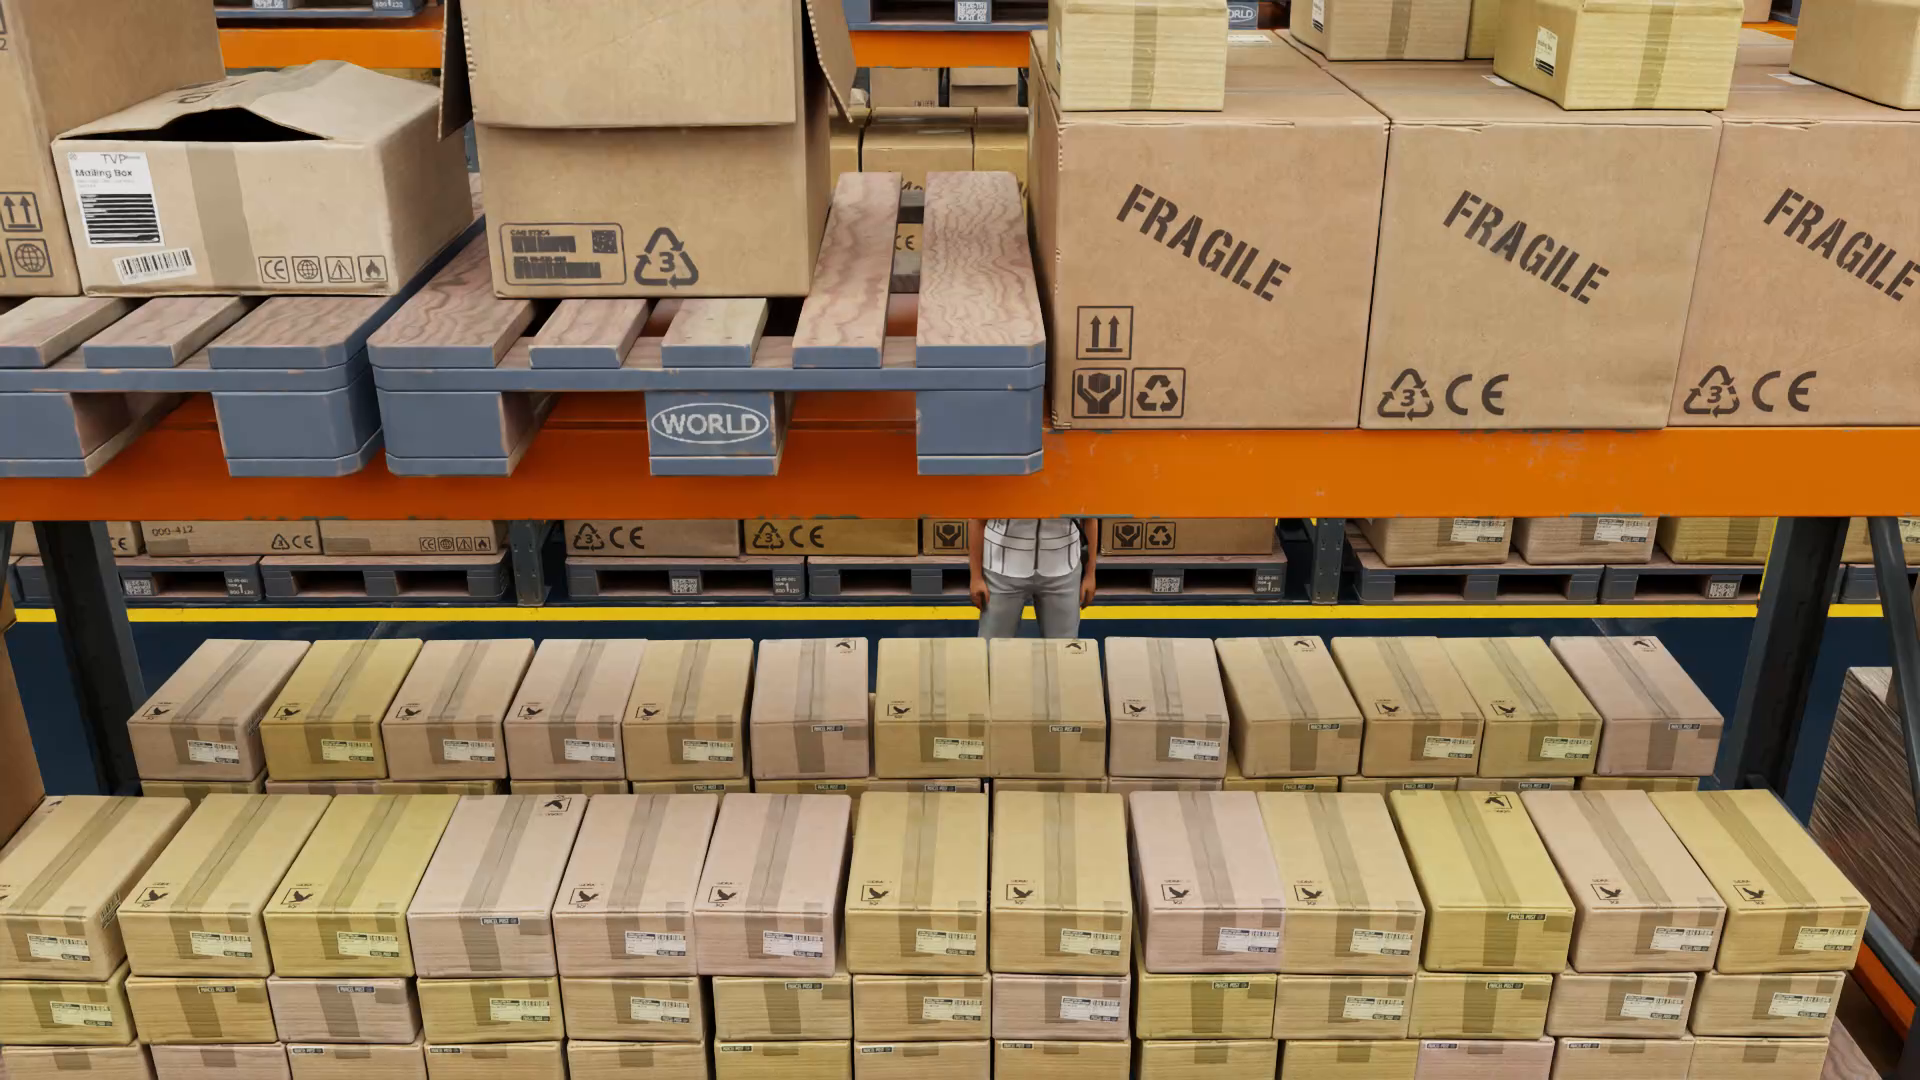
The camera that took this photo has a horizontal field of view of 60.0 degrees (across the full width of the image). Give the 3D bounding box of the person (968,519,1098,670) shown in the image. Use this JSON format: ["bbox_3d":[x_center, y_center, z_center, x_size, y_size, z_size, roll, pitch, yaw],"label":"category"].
[{"bbox_3d":[0.282,0.158,6.745,0.561,1.665,0.471,-2,24,-4],"label":"person"}]
